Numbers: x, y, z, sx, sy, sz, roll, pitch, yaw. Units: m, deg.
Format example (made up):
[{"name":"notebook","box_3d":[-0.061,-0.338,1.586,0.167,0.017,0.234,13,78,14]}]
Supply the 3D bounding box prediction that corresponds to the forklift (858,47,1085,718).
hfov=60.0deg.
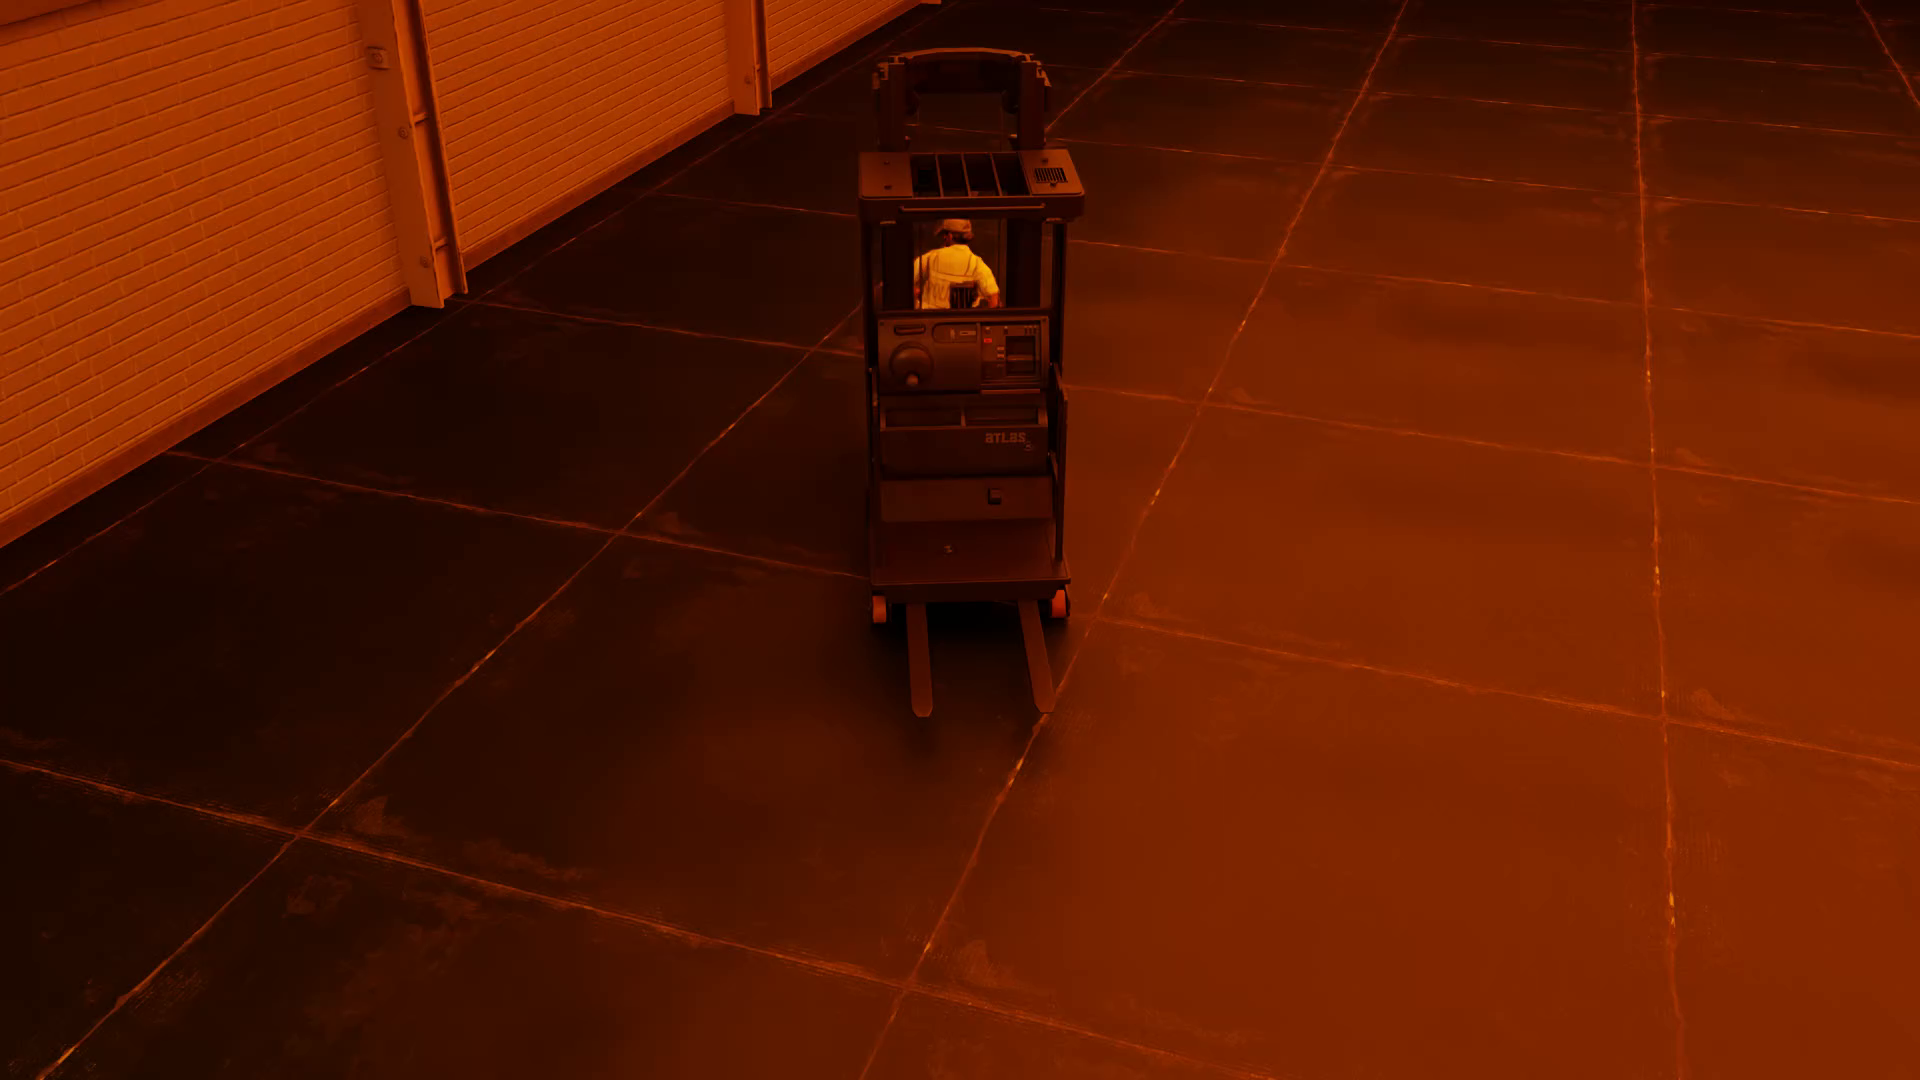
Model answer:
[{"name":"forklift","box_3d":[0.035,-0.972,8.842,1.130,2.935,3.031,-2,30,-3]}]

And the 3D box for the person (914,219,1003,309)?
[{"name":"person","box_3d":[-0.019,-1.358,11.059,0.936,1.568,0.520,15,33,24]}]
